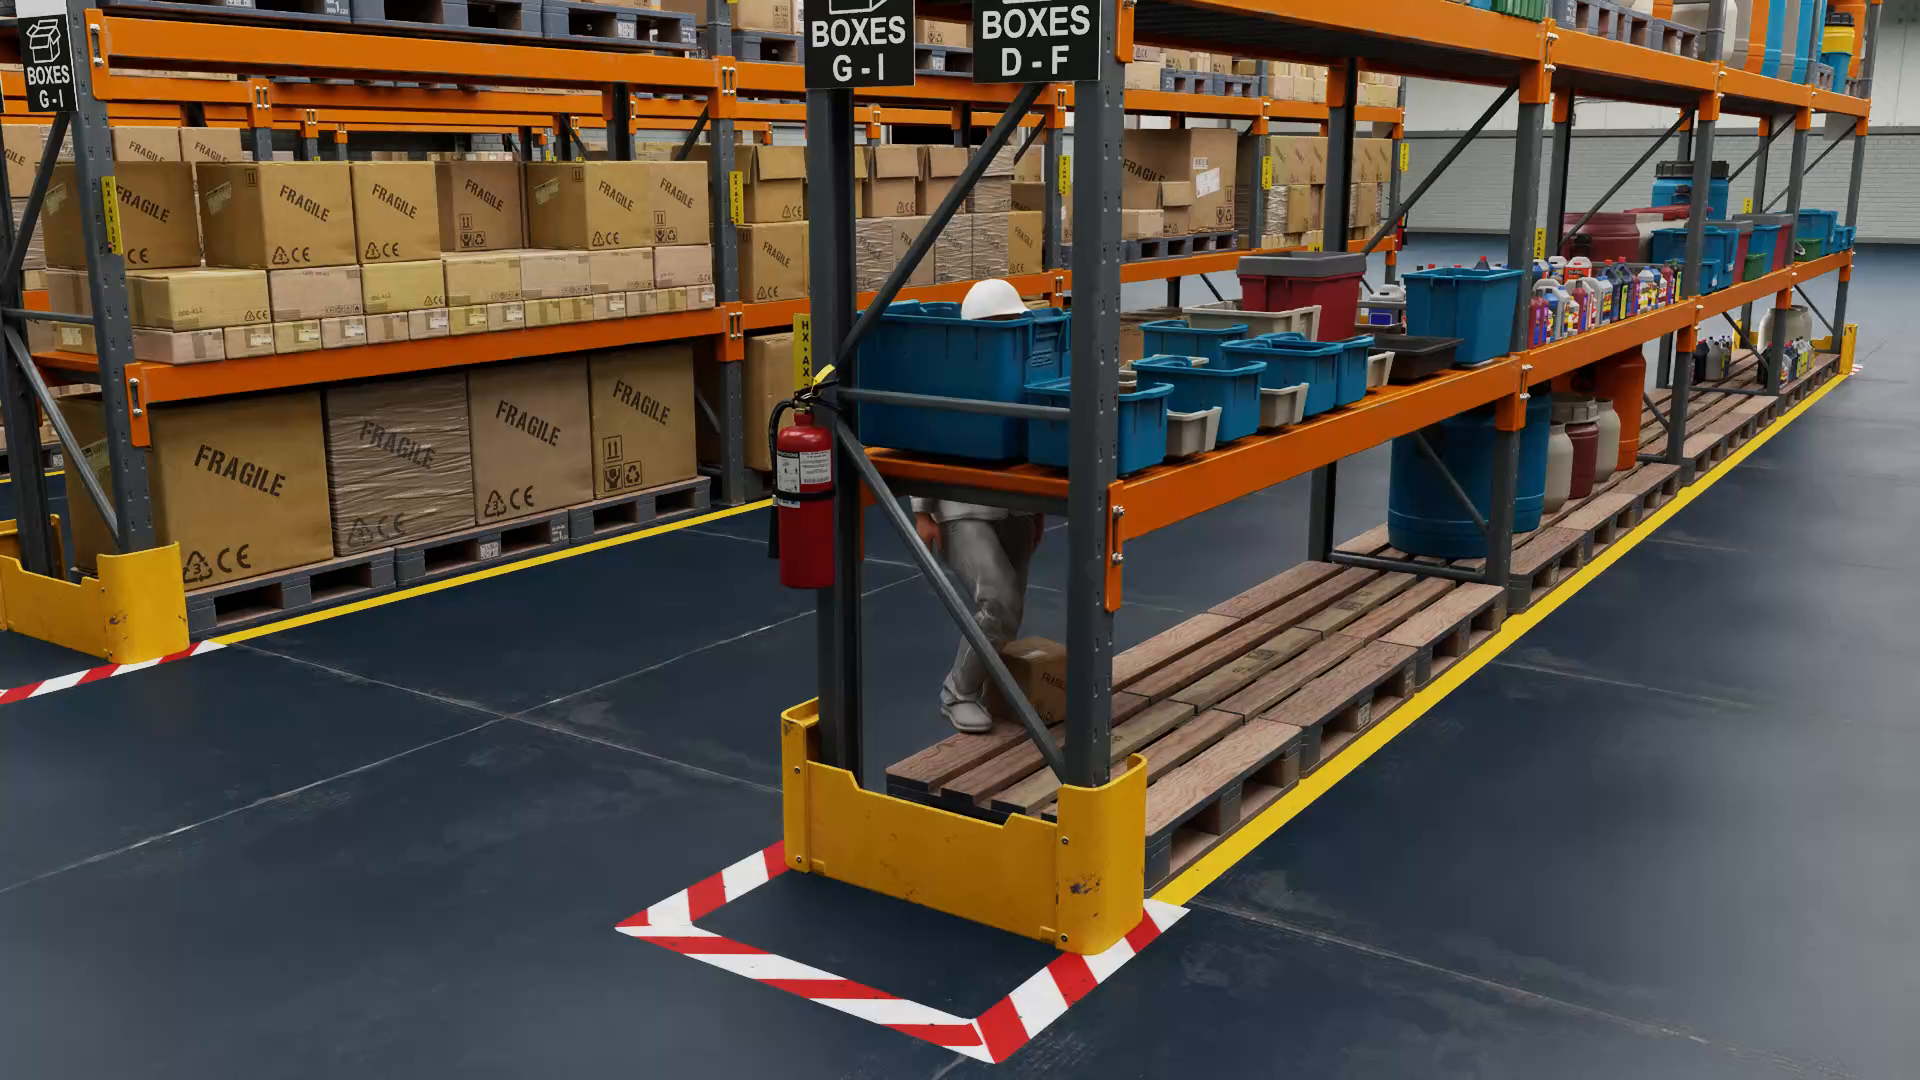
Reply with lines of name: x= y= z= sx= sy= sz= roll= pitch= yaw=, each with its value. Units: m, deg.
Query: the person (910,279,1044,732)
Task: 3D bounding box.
person: x=0.140 y=-0.054 z=6.110 sx=0.637 sy=1.778 sz=0.610 roll=-10 pitch=16 yaw=-38
